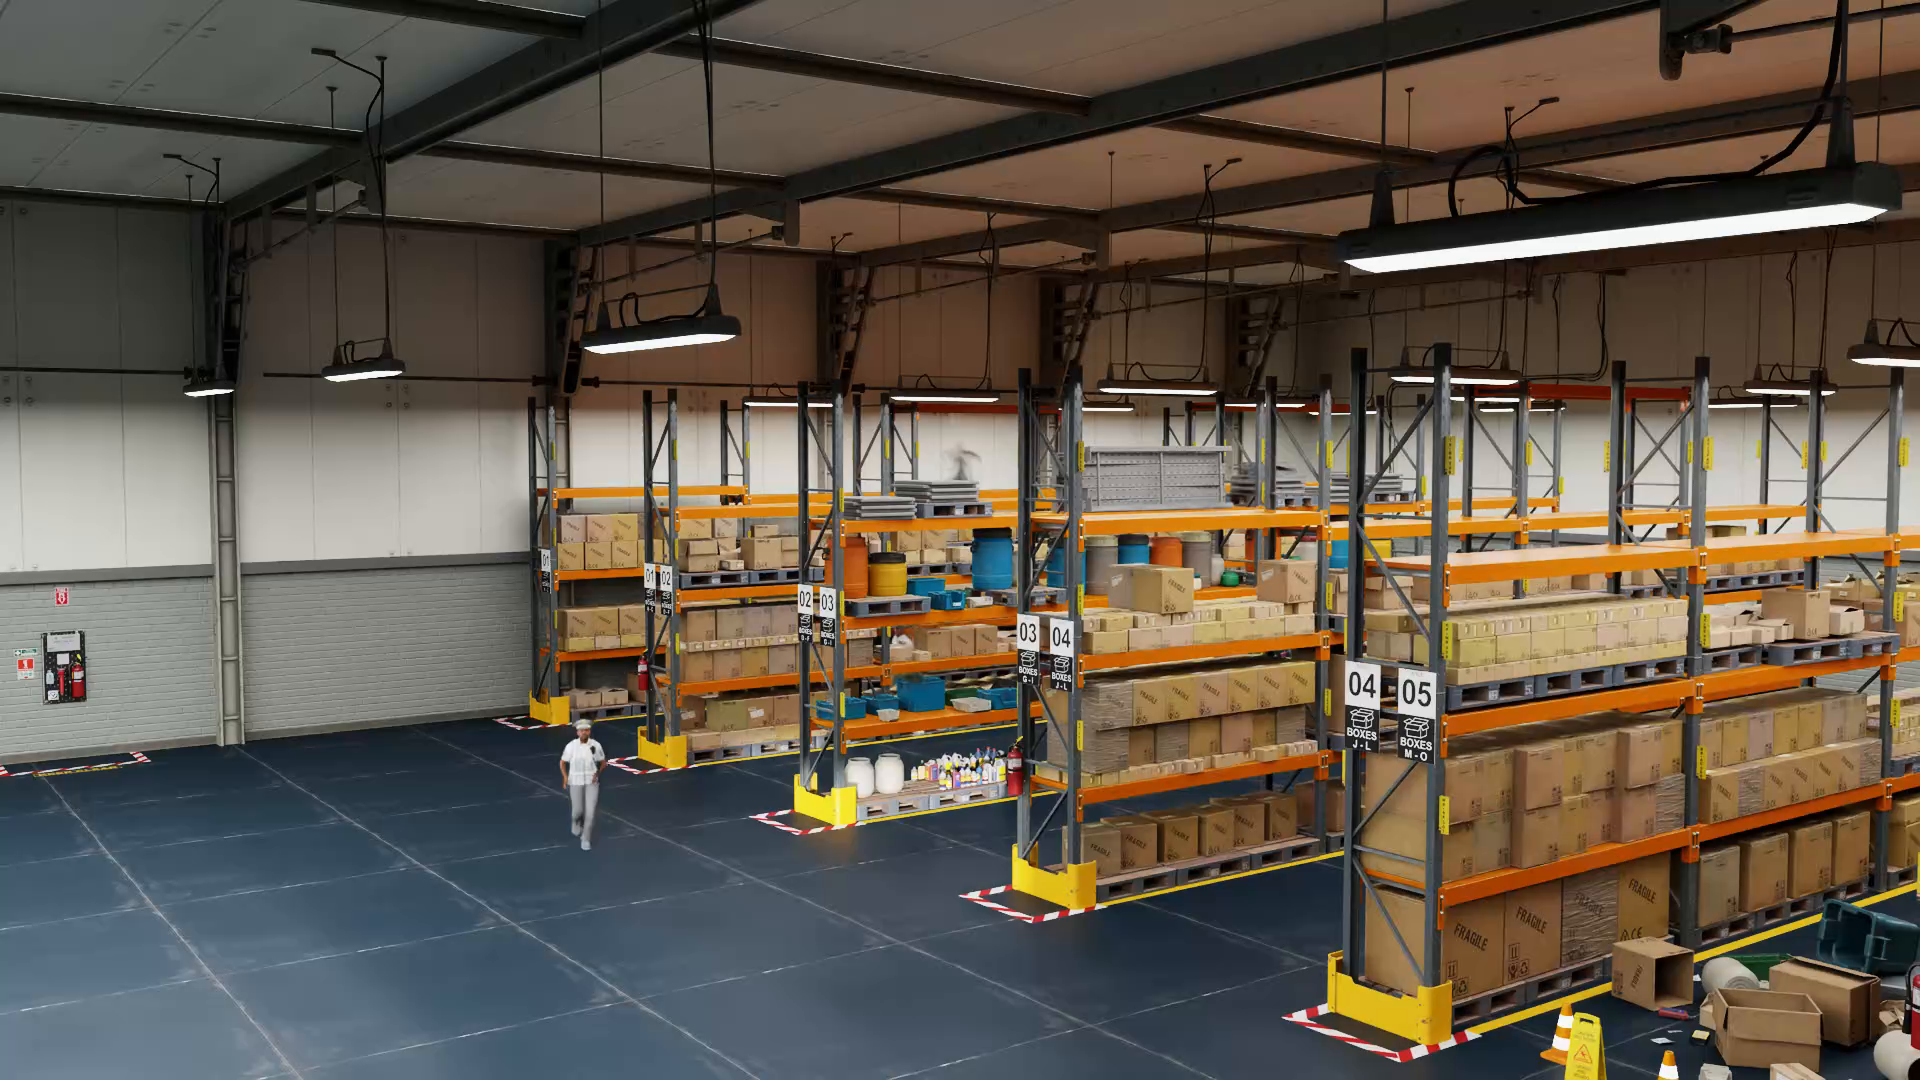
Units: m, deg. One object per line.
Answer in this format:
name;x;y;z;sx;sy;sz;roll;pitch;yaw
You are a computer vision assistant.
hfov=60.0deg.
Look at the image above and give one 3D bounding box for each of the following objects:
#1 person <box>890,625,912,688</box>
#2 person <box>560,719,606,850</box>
person;-1.142;2.402;31.366;0.989;1.768;0.662;-3;4;-41
person;-4.786;3.096;21.162;0.575;1.661;0.560;-1;4;-17
